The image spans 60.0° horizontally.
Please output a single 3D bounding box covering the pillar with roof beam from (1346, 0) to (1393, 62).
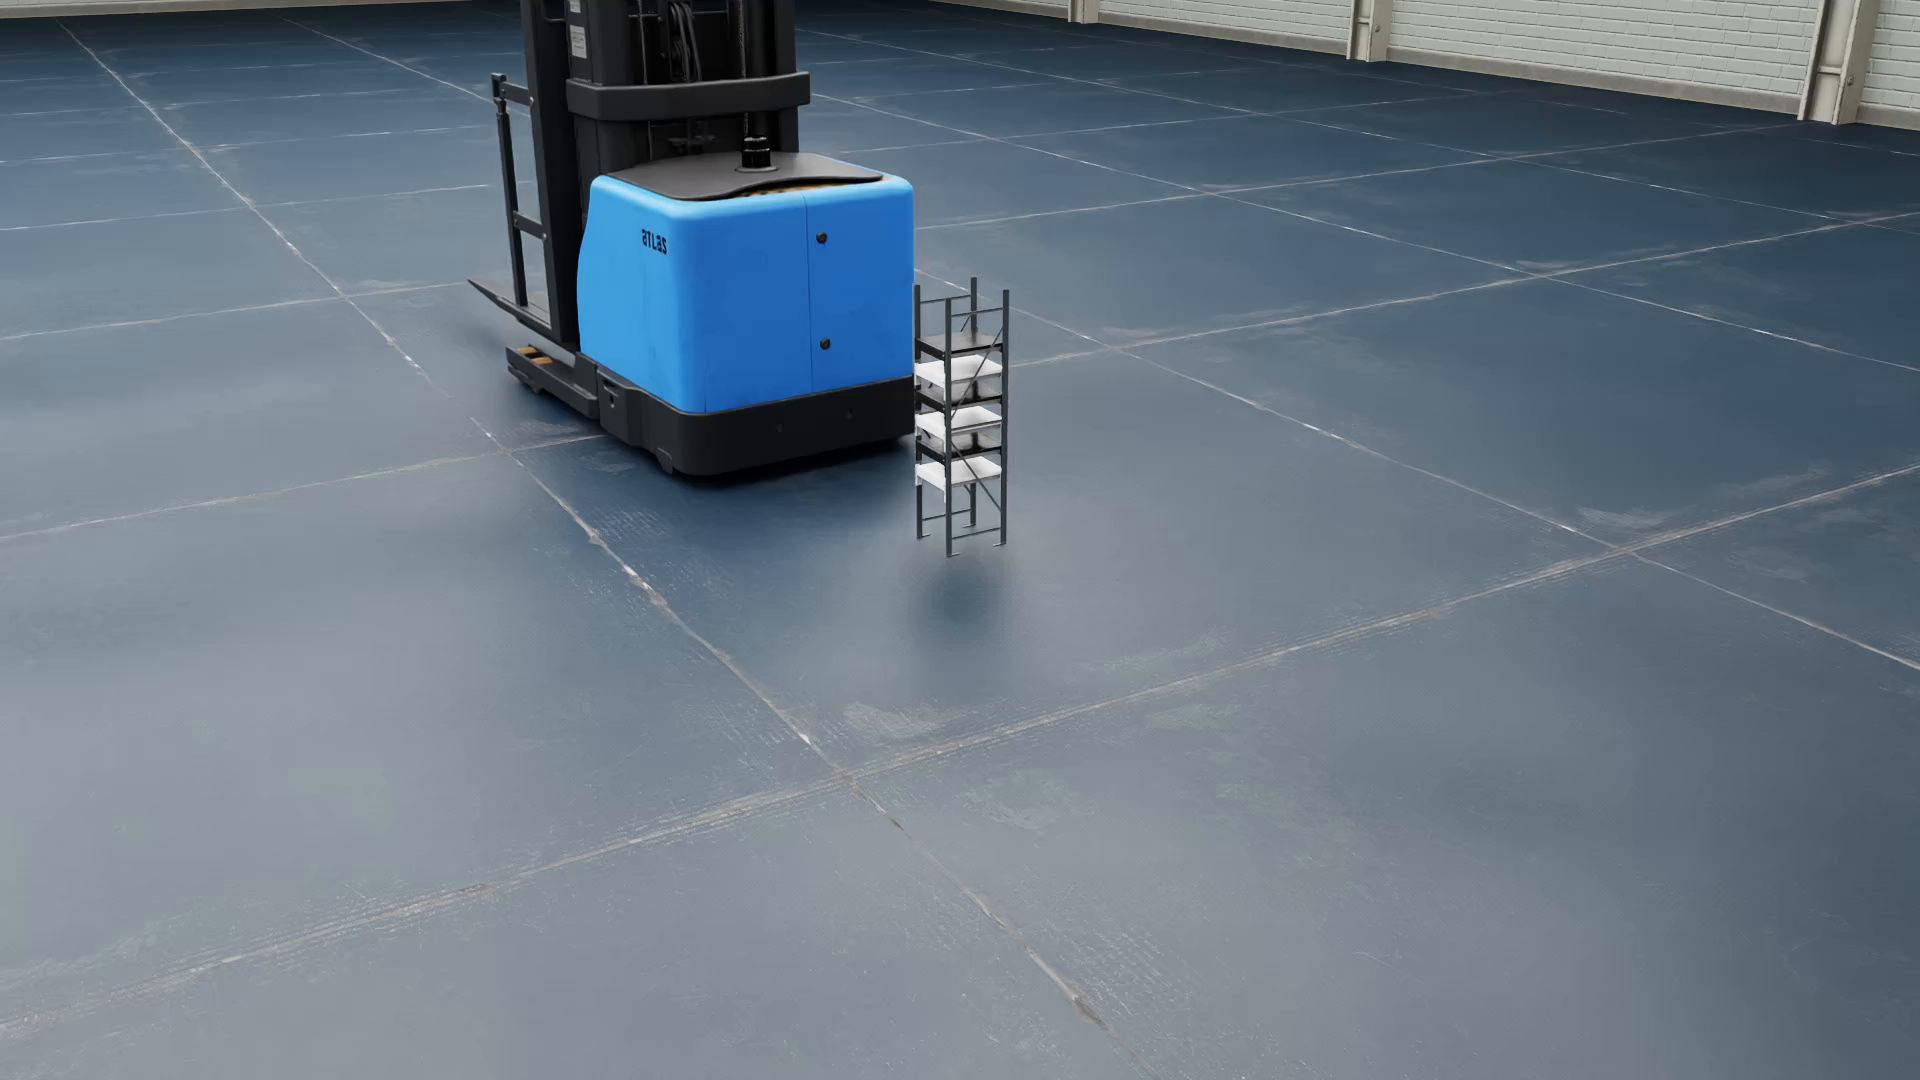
[{"bbox_3d":[1.215,-9.144,16.358,9.100,9.000,0.400,-13,25,-28],"label":"pillar with roof beam"}]

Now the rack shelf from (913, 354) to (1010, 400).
[{"bbox_3d":[0.004,-0.550,5.580,0.258,0.077,0.200,-13,25,-28],"label":"rack shelf"}]

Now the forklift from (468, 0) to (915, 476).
[{"bbox_3d":[-1.403,-2.098,7.080,1.130,2.935,3.031,-14,26,-31],"label":"forklift"}]

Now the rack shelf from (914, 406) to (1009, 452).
[{"bbox_3d":[0.004,-0.383,5.648,0.258,0.077,0.200,-13,25,-28],"label":"rack shelf"}]

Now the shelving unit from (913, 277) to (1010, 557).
[{"bbox_3d":[0.004,-0.414,5.636,0.258,0.900,0.210,-13,25,-28],"label":"shelving unit"}]

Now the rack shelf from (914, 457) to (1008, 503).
[{"bbox_3d":[0.004,-0.217,5.716,0.258,0.077,0.200,-13,25,-28],"label":"rack shelf"}]

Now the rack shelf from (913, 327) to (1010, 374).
[{"bbox_3d":[0.004,-0.633,5.546,0.258,0.077,0.200,-13,25,-28],"label":"rack shelf"}]

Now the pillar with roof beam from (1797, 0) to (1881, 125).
[{"bbox_3d":[4.279,-7.202,11.579,9.100,9.000,0.400,-13,25,-28],"label":"pillar with roof beam"}]

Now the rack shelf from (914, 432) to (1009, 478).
[{"bbox_3d":[0.004,-0.300,5.682,0.258,0.077,0.200,-13,25,-28],"label":"rack shelf"}]

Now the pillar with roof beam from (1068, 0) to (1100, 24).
[{"bbox_3d":[-1.850,-11.086,21.136,9.100,9.000,0.400,-13,25,-28],"label":"pillar with roof beam"}]

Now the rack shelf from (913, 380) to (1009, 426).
[{"bbox_3d":[0.004,-0.467,5.614,0.258,0.077,0.200,-13,25,-28],"label":"rack shelf"}]

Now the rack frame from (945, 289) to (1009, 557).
[{"bbox_3d":[0.056,-0.381,5.555,0.240,0.900,0.006,-13,25,-28],"label":"rack frame"}]

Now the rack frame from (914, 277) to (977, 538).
[{"bbox_3d":[-0.048,-0.447,5.717,0.240,0.900,0.006,-13,25,-28],"label":"rack frame"}]
